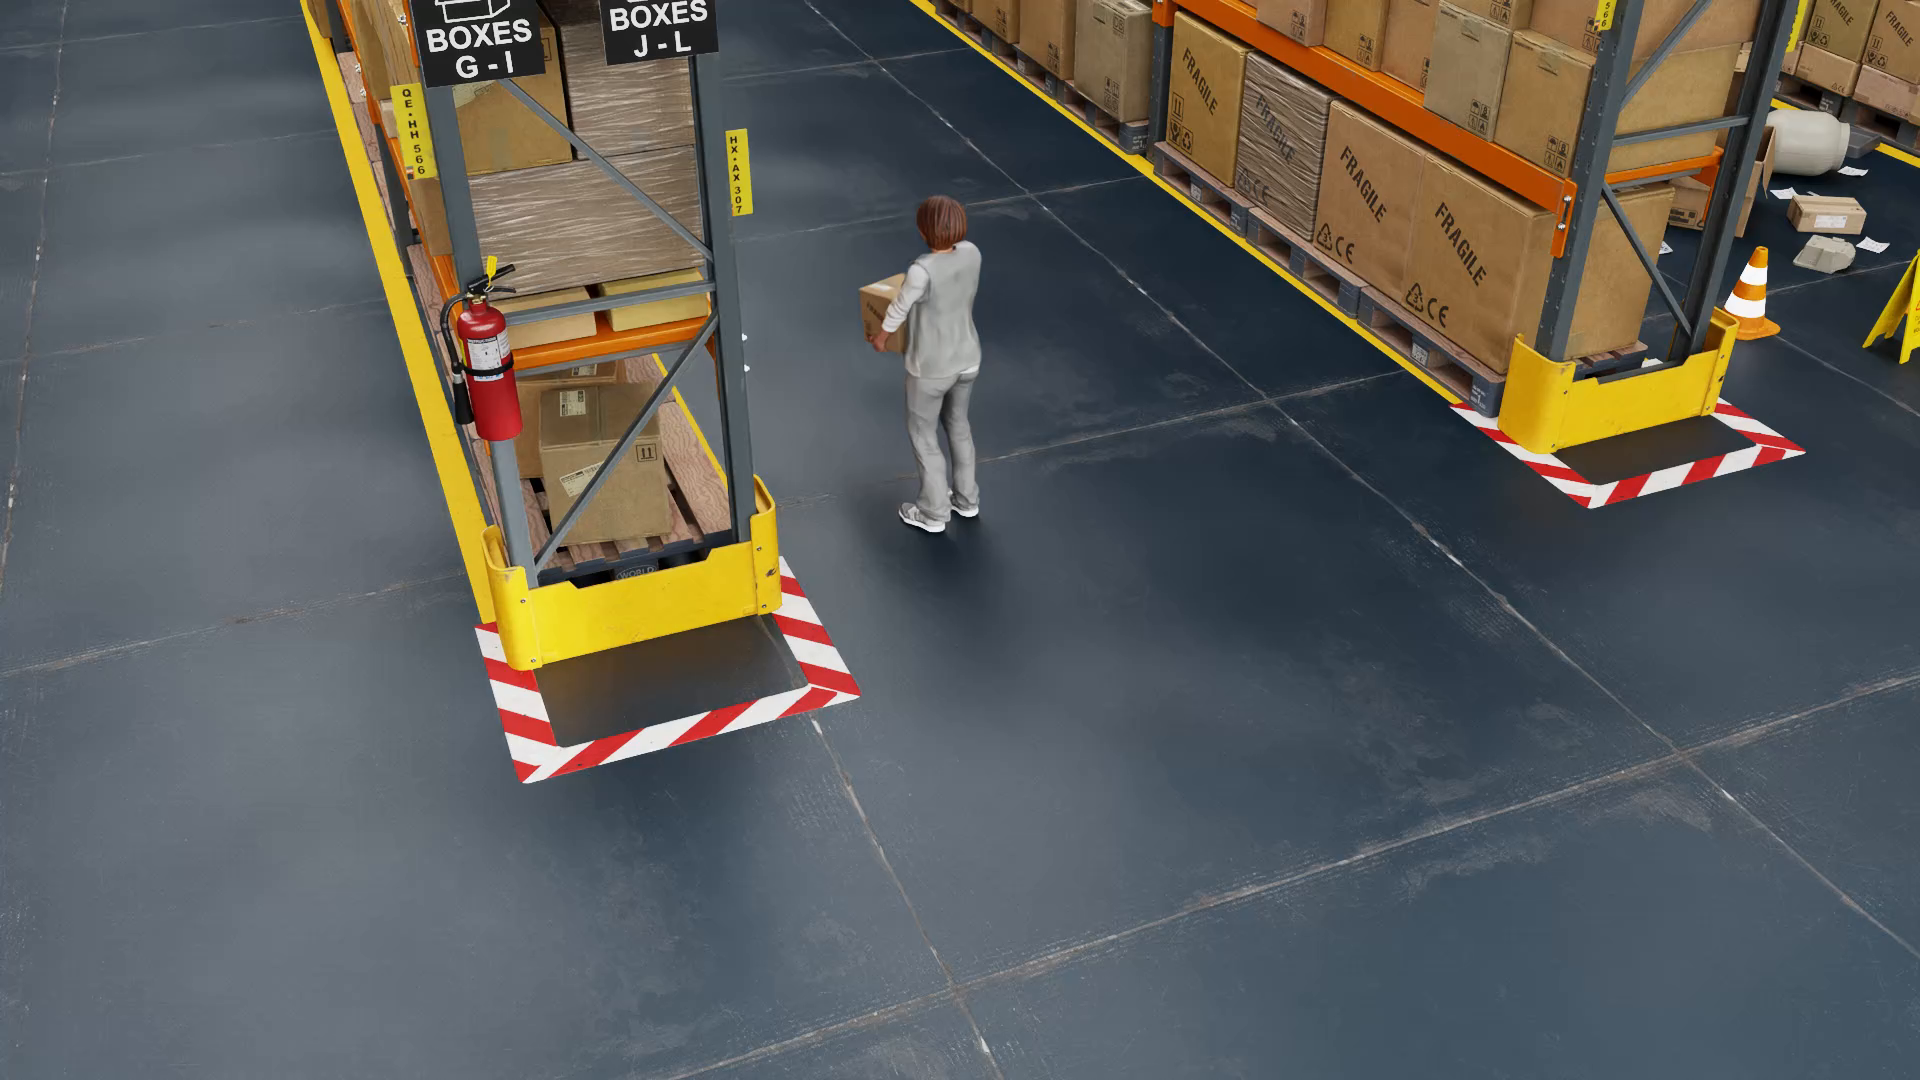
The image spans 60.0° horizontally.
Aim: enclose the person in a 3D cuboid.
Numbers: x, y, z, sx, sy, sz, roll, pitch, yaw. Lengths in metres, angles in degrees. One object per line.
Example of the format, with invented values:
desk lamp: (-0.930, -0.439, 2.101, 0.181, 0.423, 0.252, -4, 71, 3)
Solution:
person: (-0.140, -0.797, 7.340, 0.383, 1.599, 0.495, -27, 42, -34)
